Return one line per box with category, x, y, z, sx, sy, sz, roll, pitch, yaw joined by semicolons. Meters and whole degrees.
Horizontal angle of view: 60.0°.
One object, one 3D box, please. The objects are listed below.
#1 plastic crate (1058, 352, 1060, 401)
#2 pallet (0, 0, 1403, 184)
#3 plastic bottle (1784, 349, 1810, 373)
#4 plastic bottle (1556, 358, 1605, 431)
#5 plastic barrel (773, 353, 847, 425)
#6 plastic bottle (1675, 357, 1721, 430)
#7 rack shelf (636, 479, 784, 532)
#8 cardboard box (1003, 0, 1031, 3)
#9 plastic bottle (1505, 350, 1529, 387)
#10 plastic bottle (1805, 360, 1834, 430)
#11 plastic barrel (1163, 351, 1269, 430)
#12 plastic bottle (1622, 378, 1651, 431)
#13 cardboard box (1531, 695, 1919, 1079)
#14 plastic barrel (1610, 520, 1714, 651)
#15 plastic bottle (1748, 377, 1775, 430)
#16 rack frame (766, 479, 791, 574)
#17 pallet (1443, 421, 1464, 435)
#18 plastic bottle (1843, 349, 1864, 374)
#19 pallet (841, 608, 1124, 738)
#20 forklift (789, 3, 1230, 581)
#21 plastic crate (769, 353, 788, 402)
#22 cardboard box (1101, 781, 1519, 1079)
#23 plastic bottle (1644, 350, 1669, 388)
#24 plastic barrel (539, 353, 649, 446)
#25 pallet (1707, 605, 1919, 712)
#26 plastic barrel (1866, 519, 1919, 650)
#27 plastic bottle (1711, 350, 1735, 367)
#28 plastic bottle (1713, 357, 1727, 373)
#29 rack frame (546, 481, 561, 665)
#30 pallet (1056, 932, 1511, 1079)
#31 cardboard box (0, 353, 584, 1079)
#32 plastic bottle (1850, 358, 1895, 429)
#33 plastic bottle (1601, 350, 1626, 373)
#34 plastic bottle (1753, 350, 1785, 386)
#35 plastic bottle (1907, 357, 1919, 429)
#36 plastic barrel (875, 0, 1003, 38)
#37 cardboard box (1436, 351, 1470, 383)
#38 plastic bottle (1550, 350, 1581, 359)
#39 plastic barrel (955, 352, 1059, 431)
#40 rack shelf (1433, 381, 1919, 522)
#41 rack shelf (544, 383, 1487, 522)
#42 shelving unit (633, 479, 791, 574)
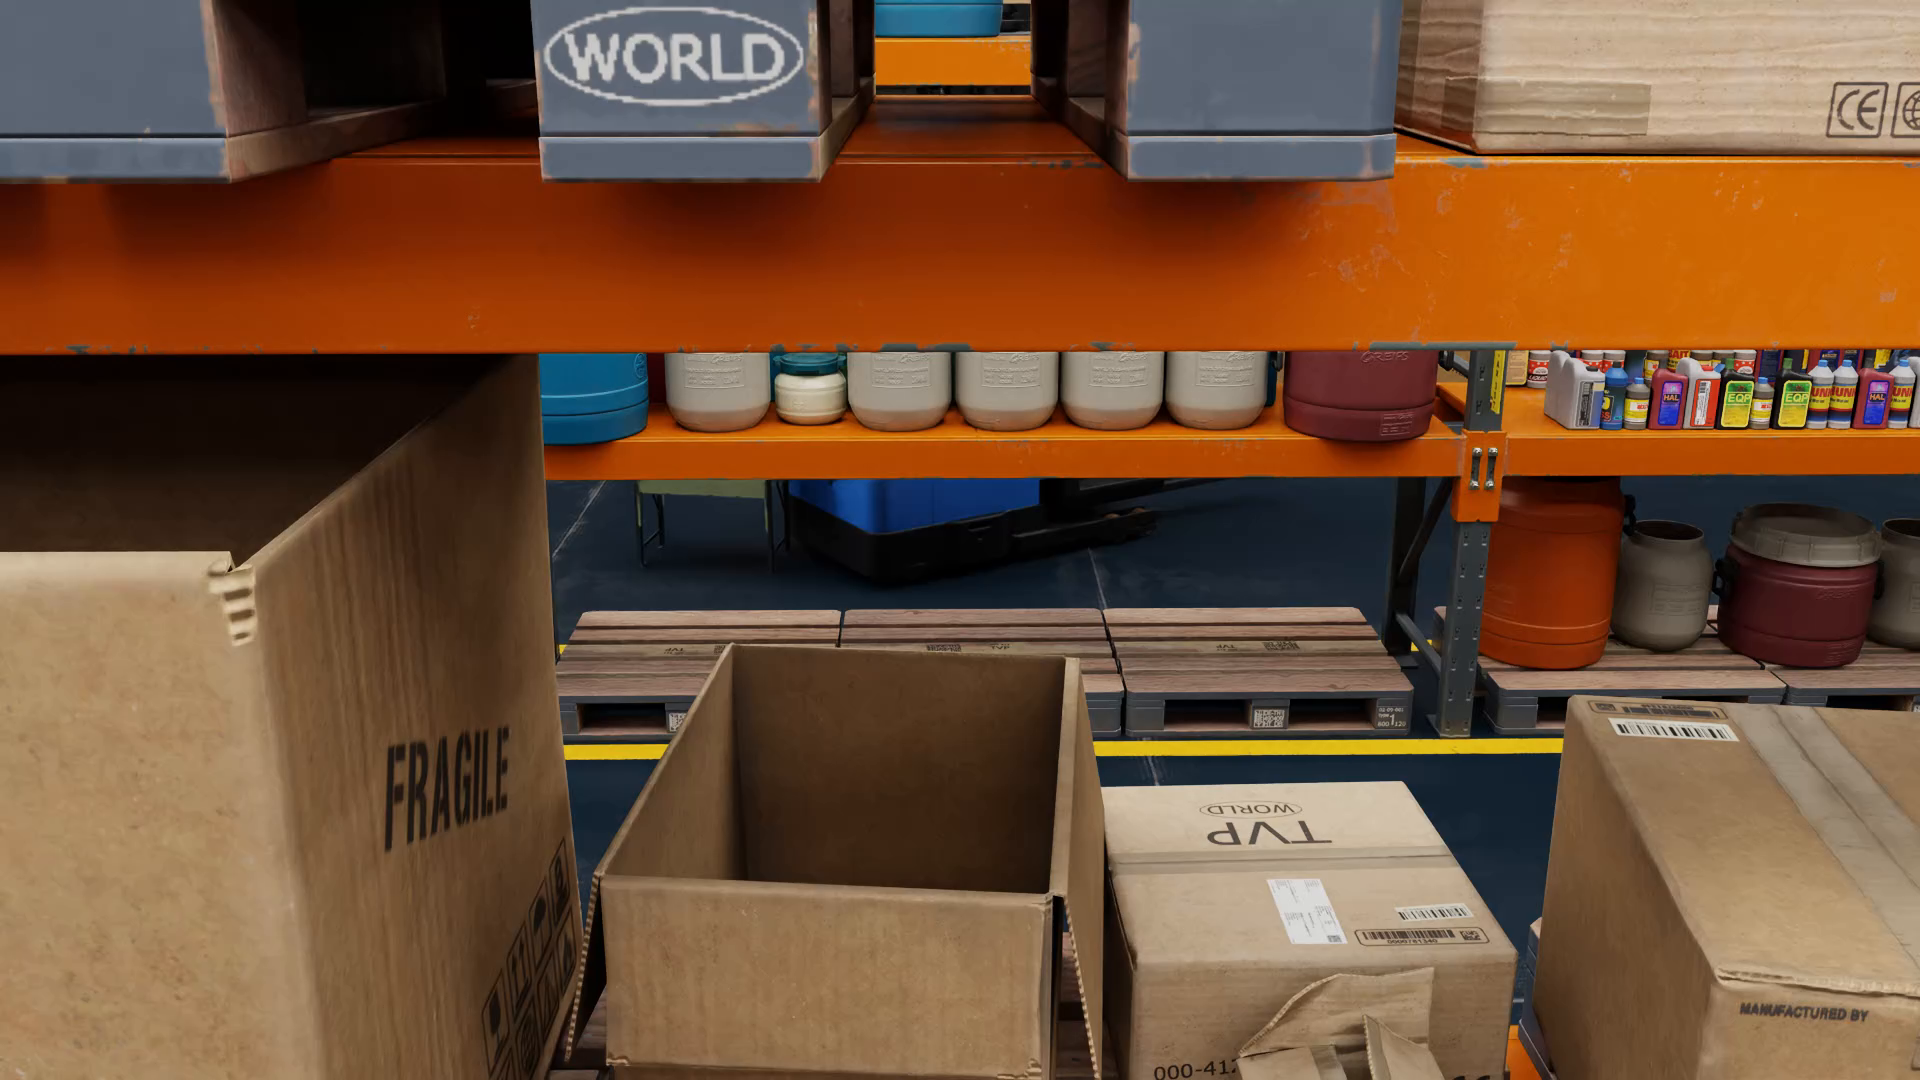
plastic crate;0.442;-0.864;7.224;0.583;0.464;0.402;0;18;-1
pallet;-0.203;-0.531;1.688;1.003;0.211;1.213;0;18;-1
plastic bottle;3.762;-0.850;7.366;0.185;0.351;0.144;0;18;-1
plastic bottle;2.500;-0.592;6.684;0.135;0.276;0.152;0;18;-1
plastic barrel;-0.612;-0.622;6.802;0.301;0.262;0.301;0;18;0
plastic bottle;2.962;-0.594;6.691;0.135;0.276;0.152;0;18;-1
rack shelf;-1.352;-0.295;9.080;0.720;0.370;0.431;3;18;8
cardboard box;0.608;-5.282;15.991;0.637;0.503;0.797;2;18;7
plastic bottle;2.460;-0.824;7.397;0.133;0.283;0.061;0;18;-1
plastic bottle;3.443;-0.586;6.673;0.097;0.271;0.097;0;18;0
plastic barrel;1.037;-0.730;6.731;0.421;0.512;0.421;0;18;0
plastic bottle;2.714;-0.549;6.673;0.097;0.201;0.097;0;18;0
cardboard box;1.044;0.566;2.022;0.500;0.500;0.700;2;18;7
plastic barrel;3.114;0.200;7.400;0.421;0.512;0.421;0;18;0
plastic bottle;3.212;-0.551;6.680;0.097;0.201;0.097;0;18;0
rack frame;-0.990;-0.589;8.929;0.023;1.500;0.400;3;18;8
pallet;3.952;-0.929;12.100;1.213;0.211;1.003;0;18;-1
plastic bottle;3.922;-0.813;7.361;0.133;0.283;0.061;0;18;-1
pallet;0.070;0.577;7.402;1.213;0.211;1.003;0;18;-1
forklift;0.534;-1.503;9.433;3.031;2.935;1.130;-11;21;-32
plastic crate;-0.839;-0.821;7.222;0.575;0.384;0.392;0;18;-1
cardboard box;0.461;0.575;2.404;0.500;0.250;0.500;-1;18;-2
plastic bottle;3.098;-0.783;7.402;0.097;0.201;0.097;0;18;0
plastic barrel;-1.546;-0.876;6.547;0.708;0.901;0.600;0;18;-1
pallet;4.067;0.559;7.460;1.213;0.211;1.003;0;18;-1
plastic barrel;4.243;0.194;7.417;0.421;0.512;0.421;0;18;0
plastic bottle;3.390;-0.784;7.406;0.097;0.201;0.097;0;18;0
plastic bottle;3.078;-0.602;6.726;0.097;0.271;0.097;0;18;0
rack frame;-1.937;-0.728;6.907;0.127;3.000;1.000;0;18;-1
pallet;0.162;0.879;2.212;1.213;0.211;1.003;0;18;-1
cardboard box;-1.063;0.338;1.914;1.000;1.000;1.000;0;18;0
plastic bottle;3.656;-0.587;6.657;0.133;0.283;0.061;0;18;-1
plastic bottle;2.904;-0.782;7.399;0.097;0.201;0.097;0;18;0
plastic bottle;3.603;-0.830;7.414;0.133;0.283;0.061;0;18;-1
plastic bottle;3.887;-0.598;6.705;0.135;0.276;0.152;0;18;-1
plastic barrel;-0.124;-2.470;6.606;0.708;0.901;0.600;0;18;-1
cardboard box;3.472;-1.200;11.748;0.500;0.500;0.500;-1;18;-2
plastic bottle;2.691;-0.825;7.400;0.133;0.283;0.061;0;18;-1
plastic barrel;0.189;-0.736;6.709;0.433;0.535;0.433;0;18;0
rack shelf;4.062;-0.414;7.107;4.000;0.370;1.077;0;18;-1
rack shelf;0.062;-0.395;7.047;4.000;0.370;1.077;0;18;-1
shelving unit;-1.352;-0.606;8.980;0.755;1.500;0.431;3;18;8
